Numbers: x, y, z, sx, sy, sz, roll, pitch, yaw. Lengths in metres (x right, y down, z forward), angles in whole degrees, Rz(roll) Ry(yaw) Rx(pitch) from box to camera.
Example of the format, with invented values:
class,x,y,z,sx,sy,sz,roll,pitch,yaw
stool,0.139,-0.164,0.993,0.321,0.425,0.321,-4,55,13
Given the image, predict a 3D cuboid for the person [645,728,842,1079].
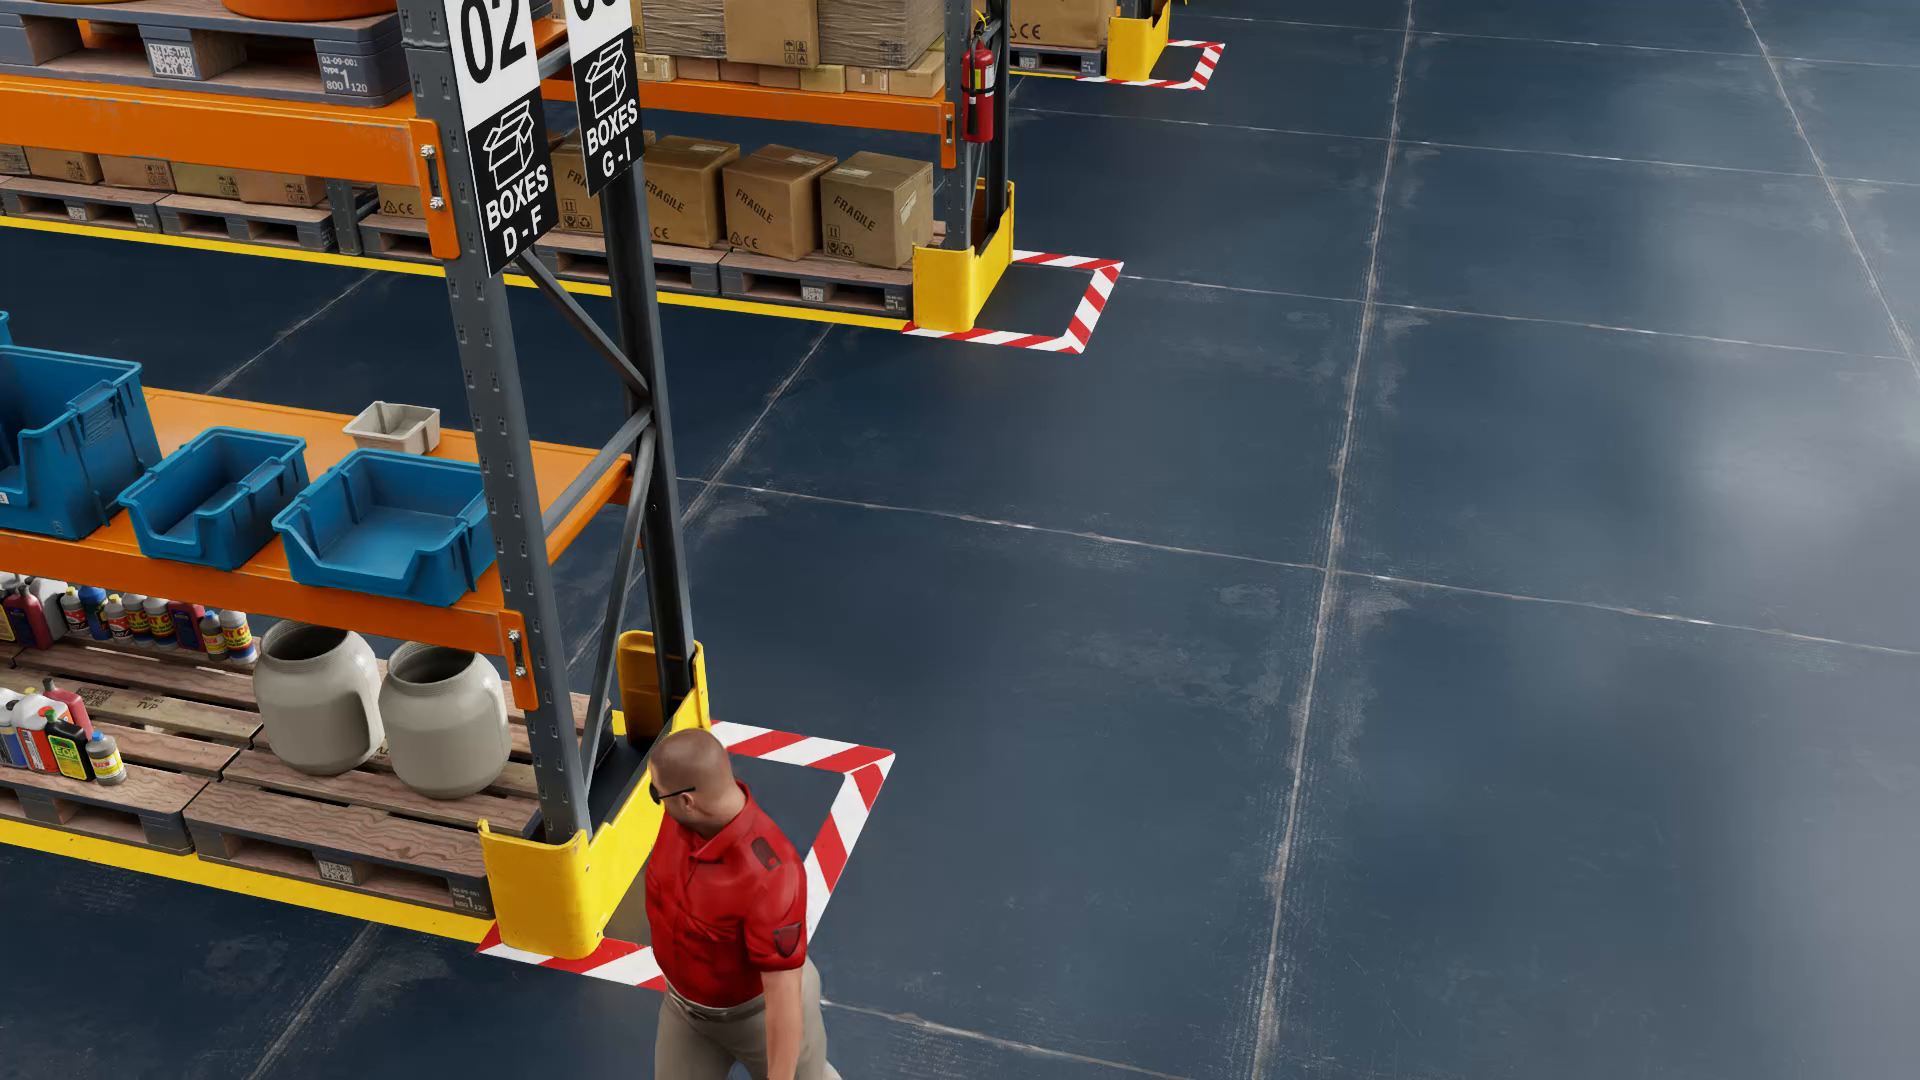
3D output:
class,x,y,z,sx,sy,sz,roll,pitch,yaw
person,-0.584,1.229,4.214,0.656,1.699,0.813,24,40,33
